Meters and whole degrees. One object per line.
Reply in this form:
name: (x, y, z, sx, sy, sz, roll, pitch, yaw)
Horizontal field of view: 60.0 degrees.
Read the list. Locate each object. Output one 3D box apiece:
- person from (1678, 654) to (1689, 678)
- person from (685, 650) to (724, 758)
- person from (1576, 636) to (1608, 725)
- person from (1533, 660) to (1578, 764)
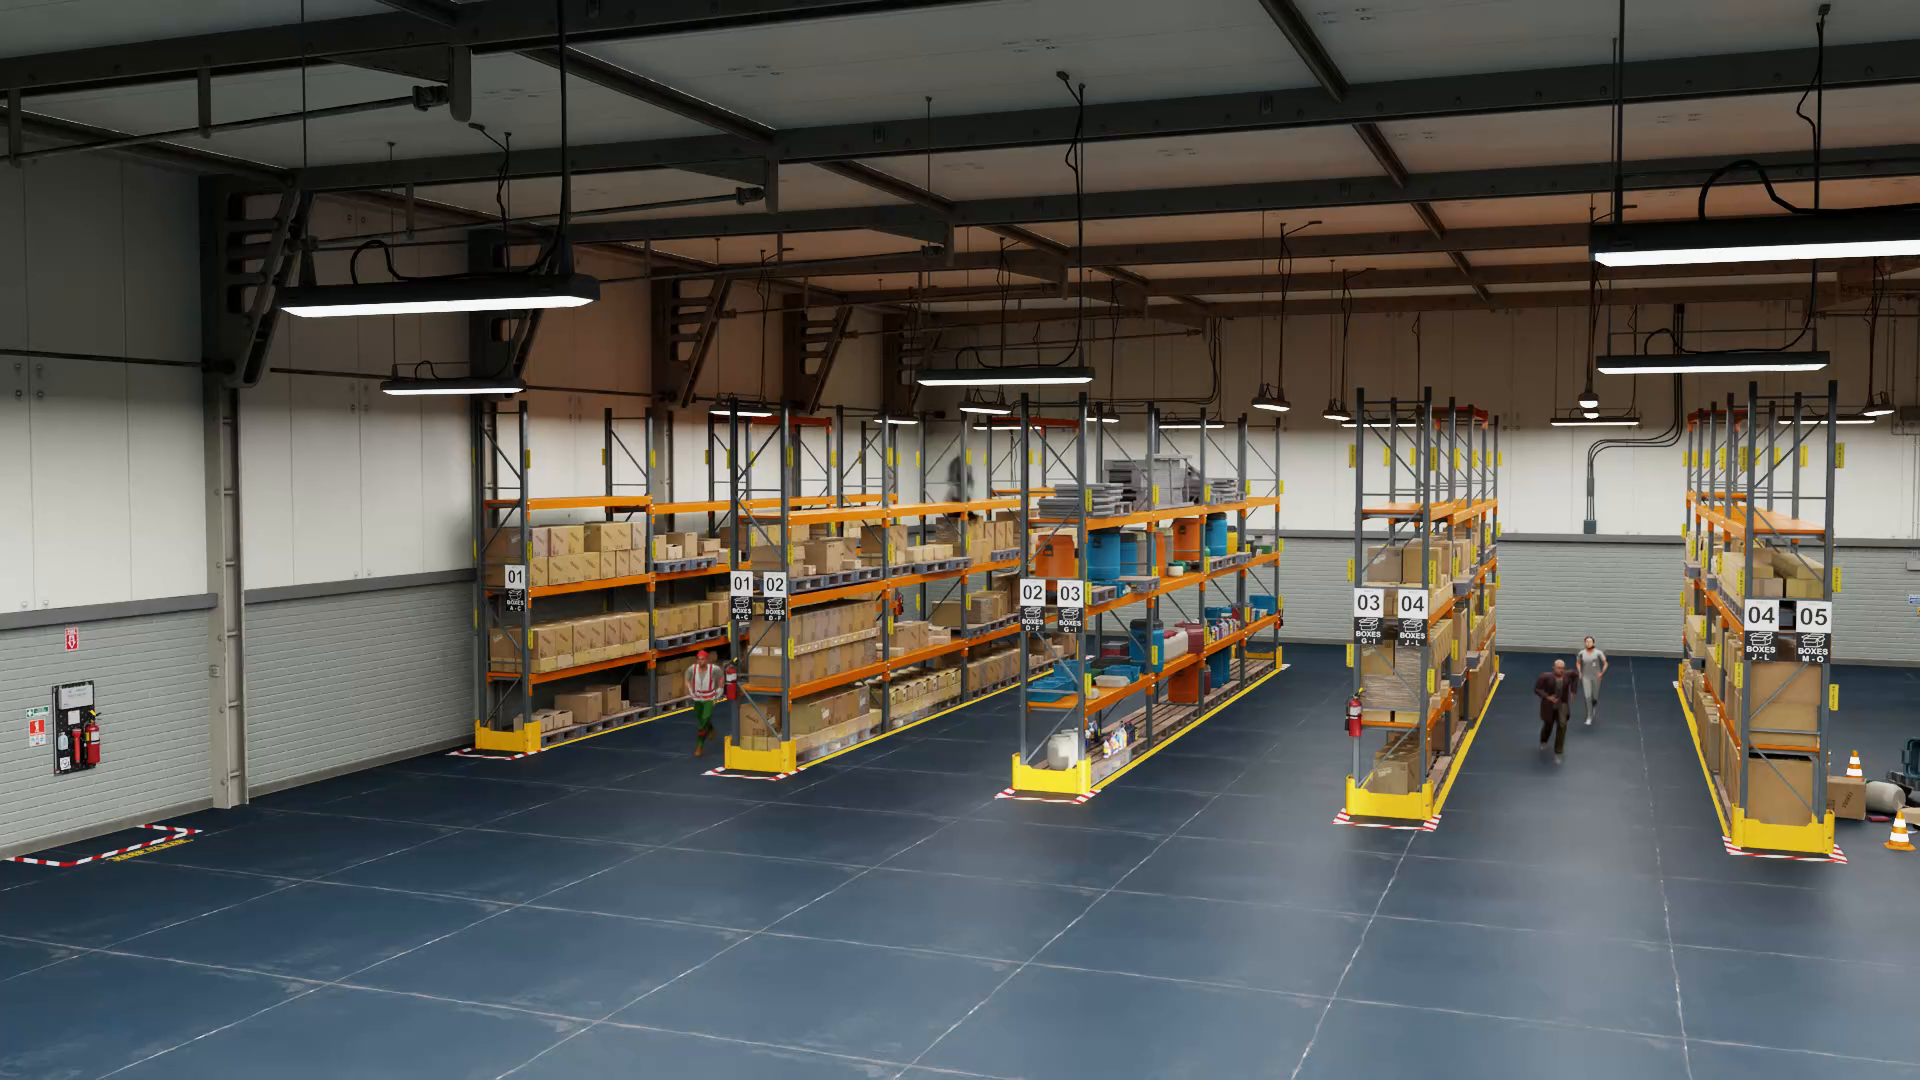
person: (16.640, 2.327, 37.499, 0.879, 1.704, 0.705, 2, 3, 36)
person: (-4.358, 2.742, 28.407, 0.658, 1.773, 1.135, 0, 3, 8)
person: (12.020, 2.649, 31.645, 0.569, 1.668, 0.700, 1, 3, 27)
person: (9.926, 2.825, 27.829, 0.754, 1.743, 1.064, 0, 3, 3)
